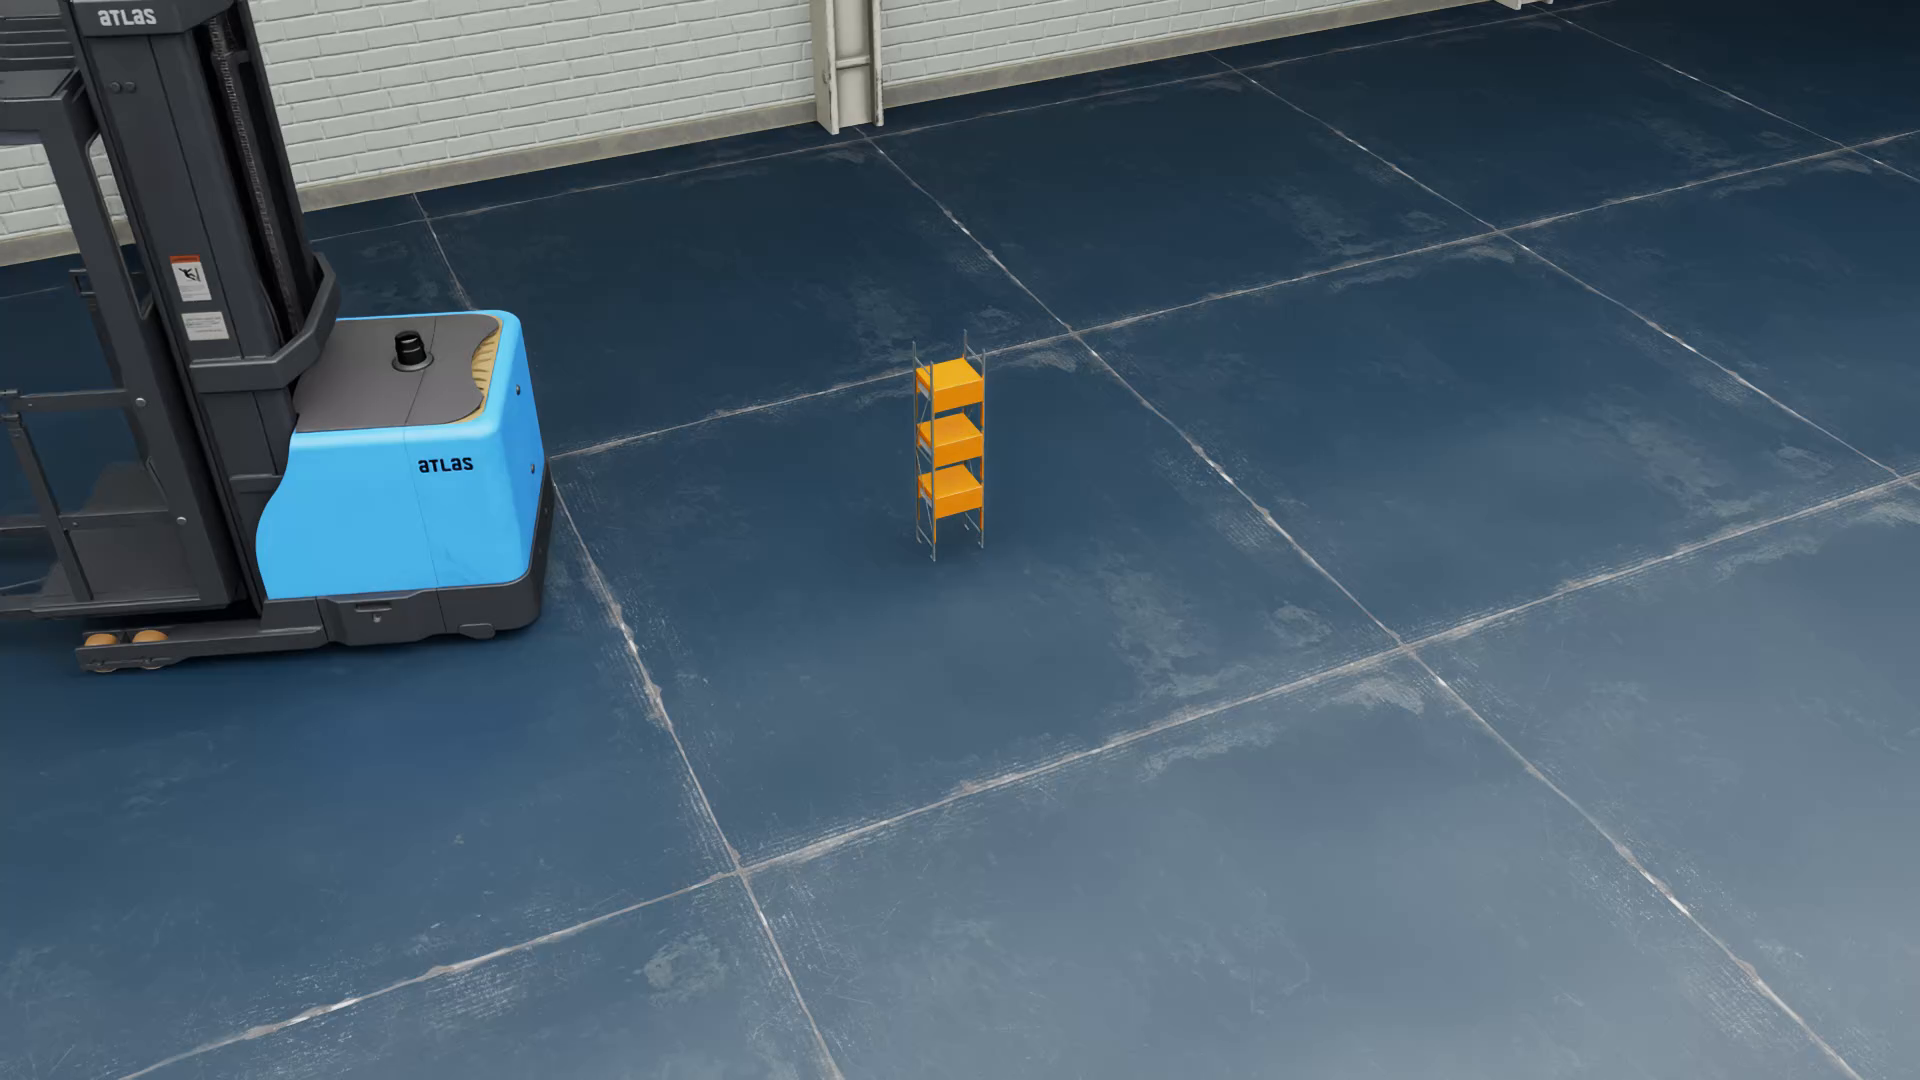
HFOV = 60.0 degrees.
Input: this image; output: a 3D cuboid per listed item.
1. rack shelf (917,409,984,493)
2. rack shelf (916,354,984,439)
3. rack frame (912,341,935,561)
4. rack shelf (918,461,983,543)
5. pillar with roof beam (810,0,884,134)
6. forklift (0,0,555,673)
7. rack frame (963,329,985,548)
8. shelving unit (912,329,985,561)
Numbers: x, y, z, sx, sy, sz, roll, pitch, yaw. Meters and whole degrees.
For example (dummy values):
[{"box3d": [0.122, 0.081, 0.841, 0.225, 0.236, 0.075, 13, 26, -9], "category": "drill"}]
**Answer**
[{"box3d": [-0.048, -0.400, 7.425, 0.240, 0.259, 0.215, -16, 39, -20], "category": "rack shelf"}, {"box3d": [-0.048, -0.628, 7.256, 0.240, 0.259, 0.215, -16, 39, -20], "category": "rack shelf"}, {"box3d": [-0.159, -0.377, 7.377, 0.008, 1.050, 0.200, -16, 39, -20], "category": "rack frame"}, {"box3d": [-0.048, -0.176, 7.591, 0.240, 0.259, 0.215, -16, 39, -20], "category": "rack shelf"}, {"box3d": [1.053, -4.241, 5.914, 0.400, 9.000, 9.100, -16, 39, -20], "category": "pillar with roof beam"}, {"box3d": [-3.376, -0.953, 6.575, 3.031, 2.935, 1.130, -4, 37, -5], "category": "forklift"}, {"box3d": [0.062, -0.439, 7.461, 0.008, 1.050, 0.200, -16, 39, -20], "category": "rack frame"}, {"box3d": [-0.048, -0.408, 7.419, 0.252, 1.050, 0.215, -16, 39, -20], "category": "shelving unit"}]
